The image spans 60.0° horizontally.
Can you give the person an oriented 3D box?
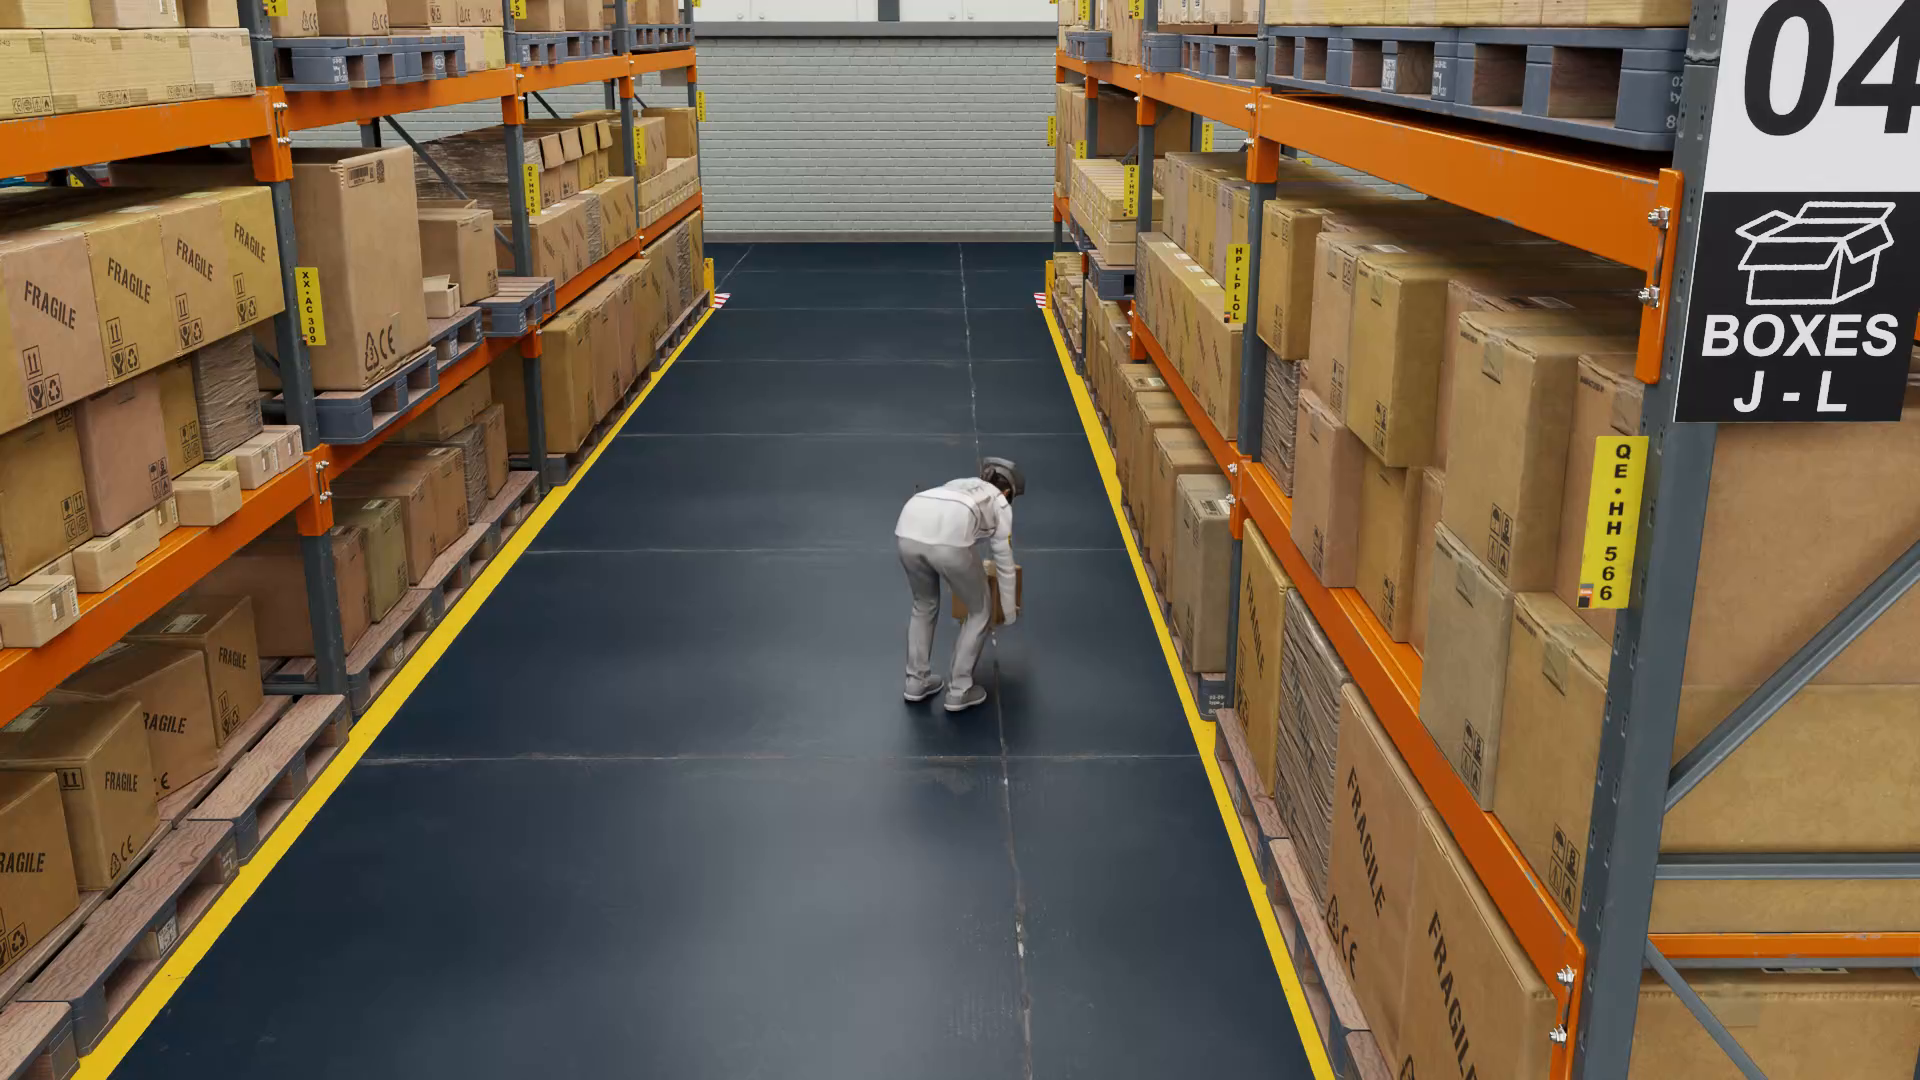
[{"bbox_3d":[0.035,0.195,7.935,0.429,1.065,0.925,10,20,29],"label":"person"}]
